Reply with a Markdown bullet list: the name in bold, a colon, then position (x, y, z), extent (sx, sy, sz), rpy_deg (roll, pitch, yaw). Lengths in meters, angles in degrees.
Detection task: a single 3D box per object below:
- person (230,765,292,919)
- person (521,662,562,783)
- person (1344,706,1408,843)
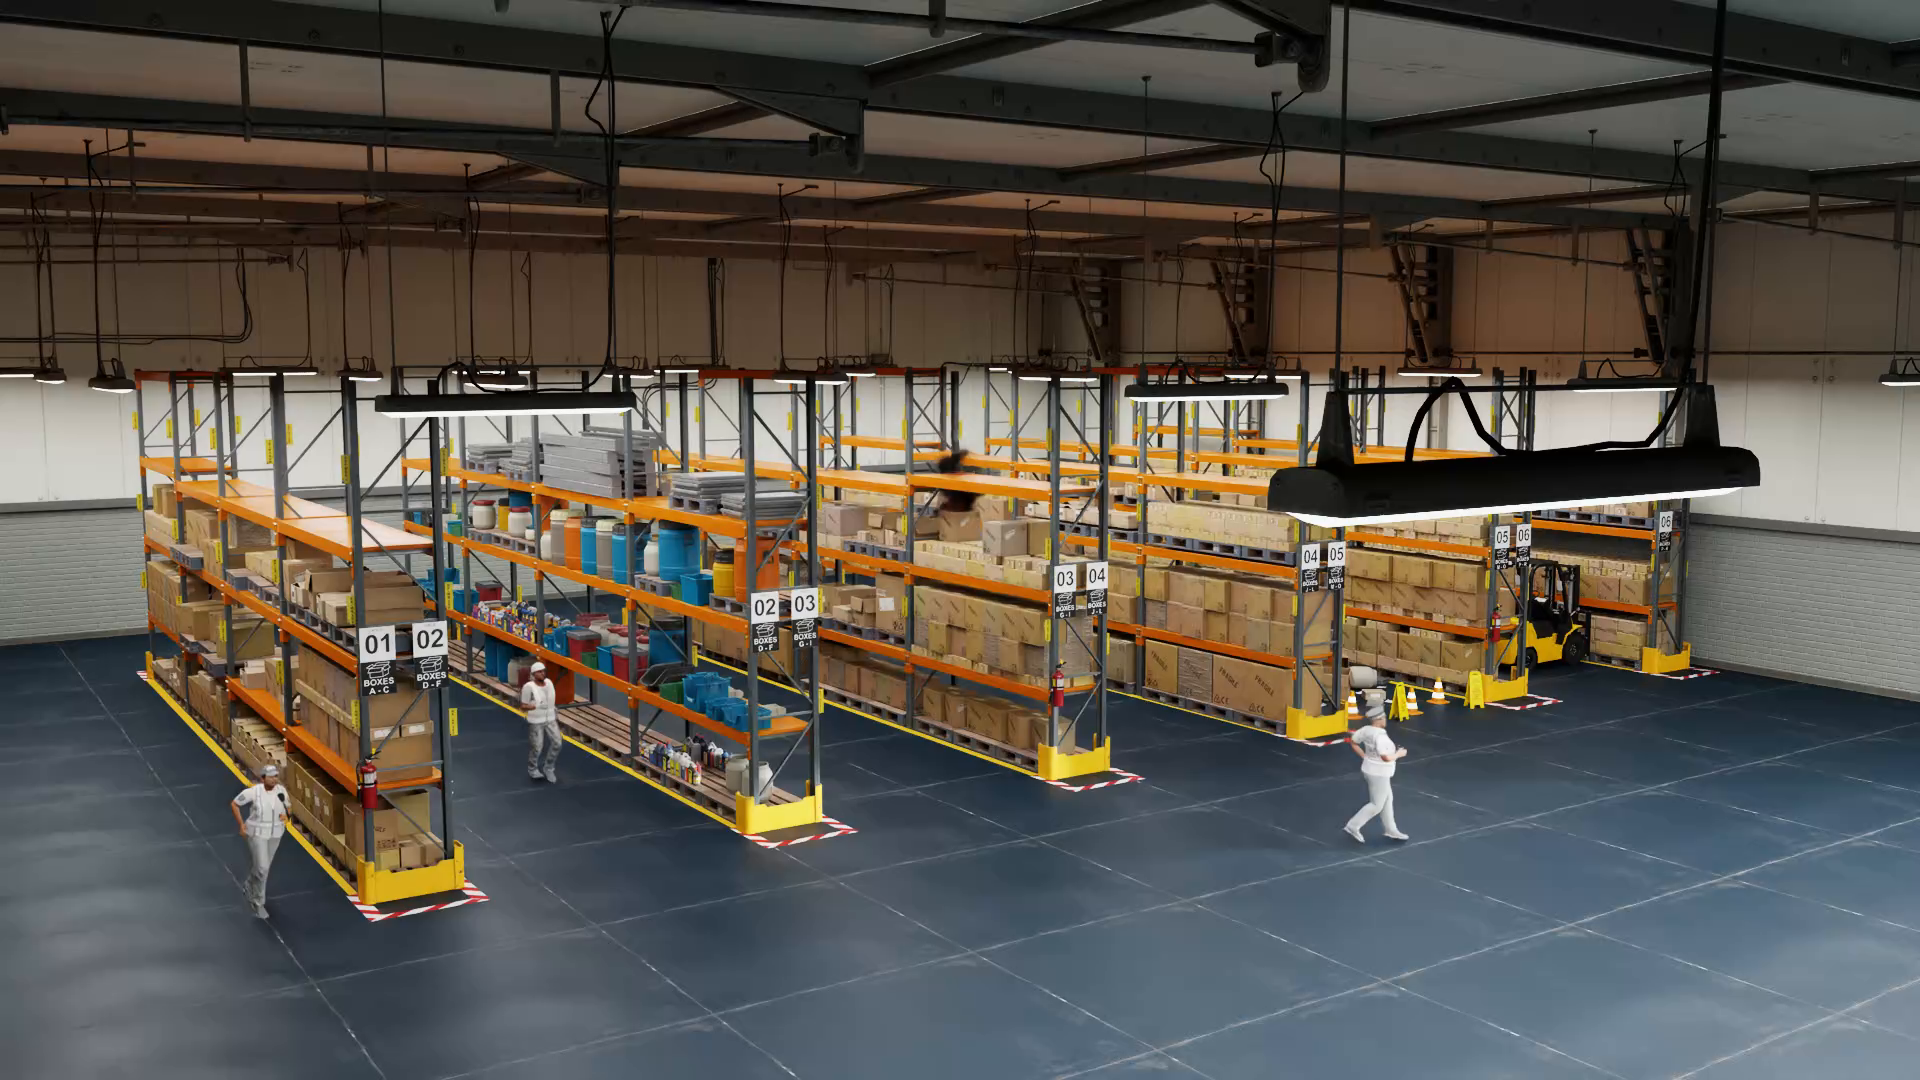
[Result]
- **person**: position (-7.942, 3.400, 18.982), extent (0.780, 1.707, 0.596), rpy_deg (5, 8, 38)
- **person**: position (-6.125, 2.696, 24.456), extent (0.659, 1.807, 0.685), rpy_deg (-6, 9, -44)
- **person**: position (5.374, 3.012, 21.373), extent (0.924, 1.778, 0.645), rpy_deg (-1, 7, -8)
